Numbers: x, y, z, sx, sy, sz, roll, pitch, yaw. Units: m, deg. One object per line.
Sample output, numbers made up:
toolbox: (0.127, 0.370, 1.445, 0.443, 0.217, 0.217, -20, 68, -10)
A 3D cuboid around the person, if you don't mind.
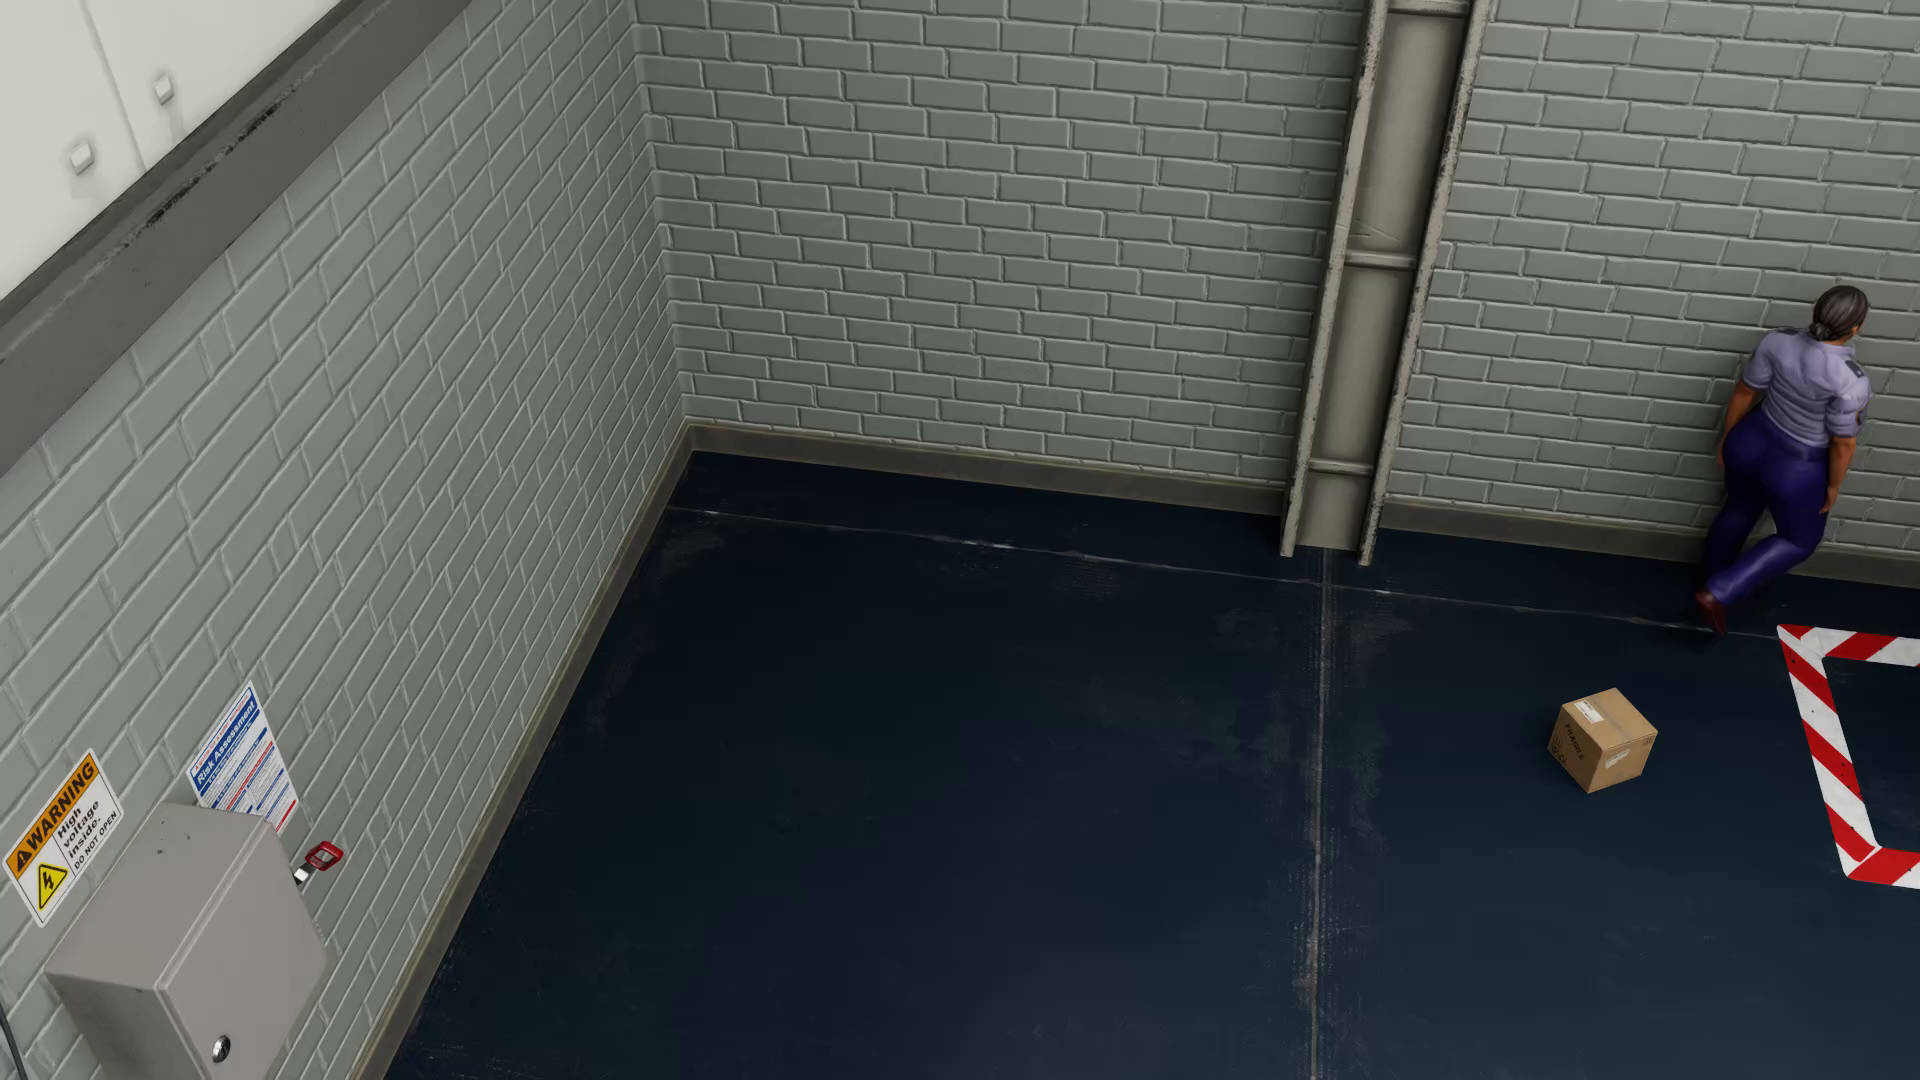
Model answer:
person: (3.210, -0.310, 6.515, 0.662, 1.627, 0.494, -20, 45, -22)
